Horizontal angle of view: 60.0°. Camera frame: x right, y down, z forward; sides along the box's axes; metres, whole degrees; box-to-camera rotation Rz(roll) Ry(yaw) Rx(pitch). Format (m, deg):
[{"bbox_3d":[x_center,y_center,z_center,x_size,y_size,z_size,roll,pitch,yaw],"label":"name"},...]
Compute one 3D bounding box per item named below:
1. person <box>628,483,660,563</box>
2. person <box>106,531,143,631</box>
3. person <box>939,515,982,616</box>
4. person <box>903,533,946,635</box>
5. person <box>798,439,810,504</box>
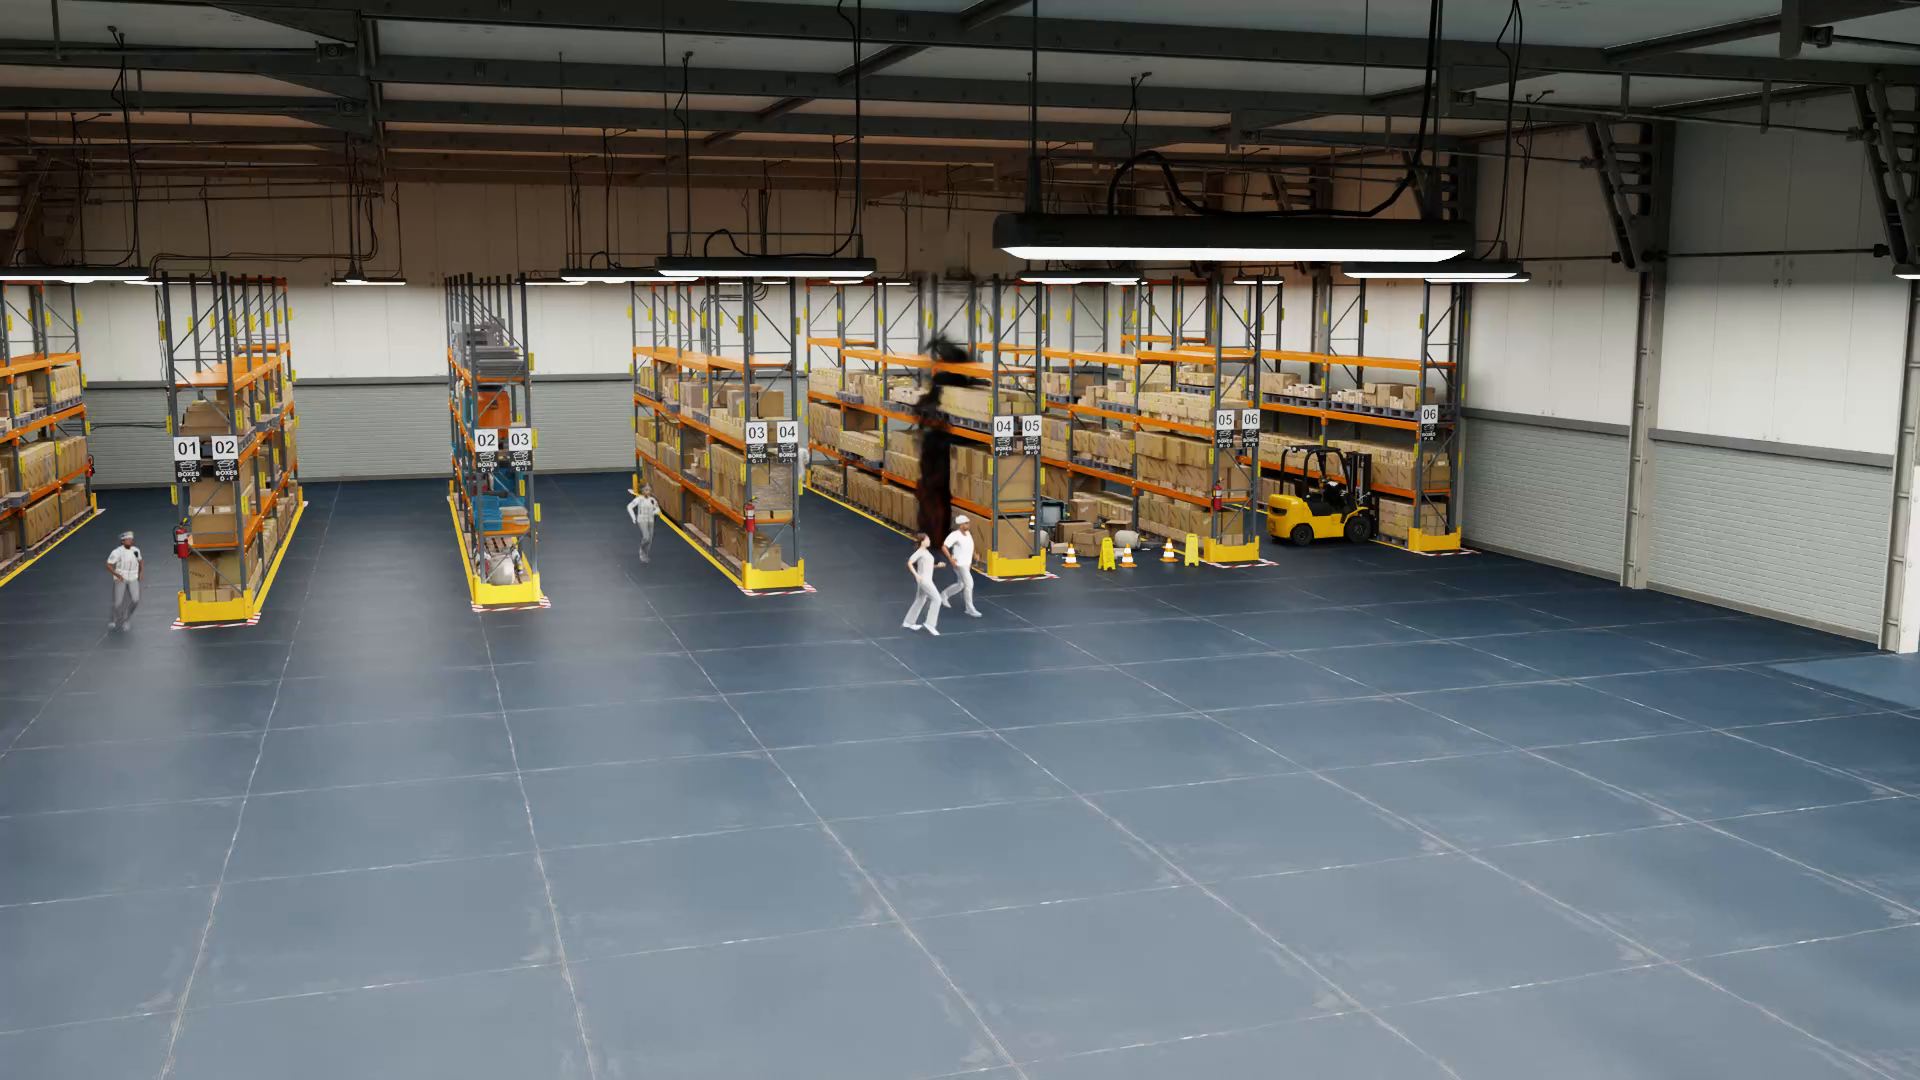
[{"bbox_3d":[-6.556,-0.354,34.799,0.598,1.669,0.608,-6,11,-36],"label":"person"},{"bbox_3d":[-14.082,0.686,28.123,0.647,1.673,0.631,-8,12,-44],"label":"person"},{"bbox_3d":[-0.004,0.439,29.410,0.908,1.775,0.706,4,9,25],"label":"person"},{"bbox_3d":[-0.594,0.735,27.706,0.719,1.721,0.531,1,9,5],"label":"person"},{"bbox_3d":[-4.296,-1.794,44.135,0.677,1.777,0.731,-2,9,-15],"label":"person"}]
